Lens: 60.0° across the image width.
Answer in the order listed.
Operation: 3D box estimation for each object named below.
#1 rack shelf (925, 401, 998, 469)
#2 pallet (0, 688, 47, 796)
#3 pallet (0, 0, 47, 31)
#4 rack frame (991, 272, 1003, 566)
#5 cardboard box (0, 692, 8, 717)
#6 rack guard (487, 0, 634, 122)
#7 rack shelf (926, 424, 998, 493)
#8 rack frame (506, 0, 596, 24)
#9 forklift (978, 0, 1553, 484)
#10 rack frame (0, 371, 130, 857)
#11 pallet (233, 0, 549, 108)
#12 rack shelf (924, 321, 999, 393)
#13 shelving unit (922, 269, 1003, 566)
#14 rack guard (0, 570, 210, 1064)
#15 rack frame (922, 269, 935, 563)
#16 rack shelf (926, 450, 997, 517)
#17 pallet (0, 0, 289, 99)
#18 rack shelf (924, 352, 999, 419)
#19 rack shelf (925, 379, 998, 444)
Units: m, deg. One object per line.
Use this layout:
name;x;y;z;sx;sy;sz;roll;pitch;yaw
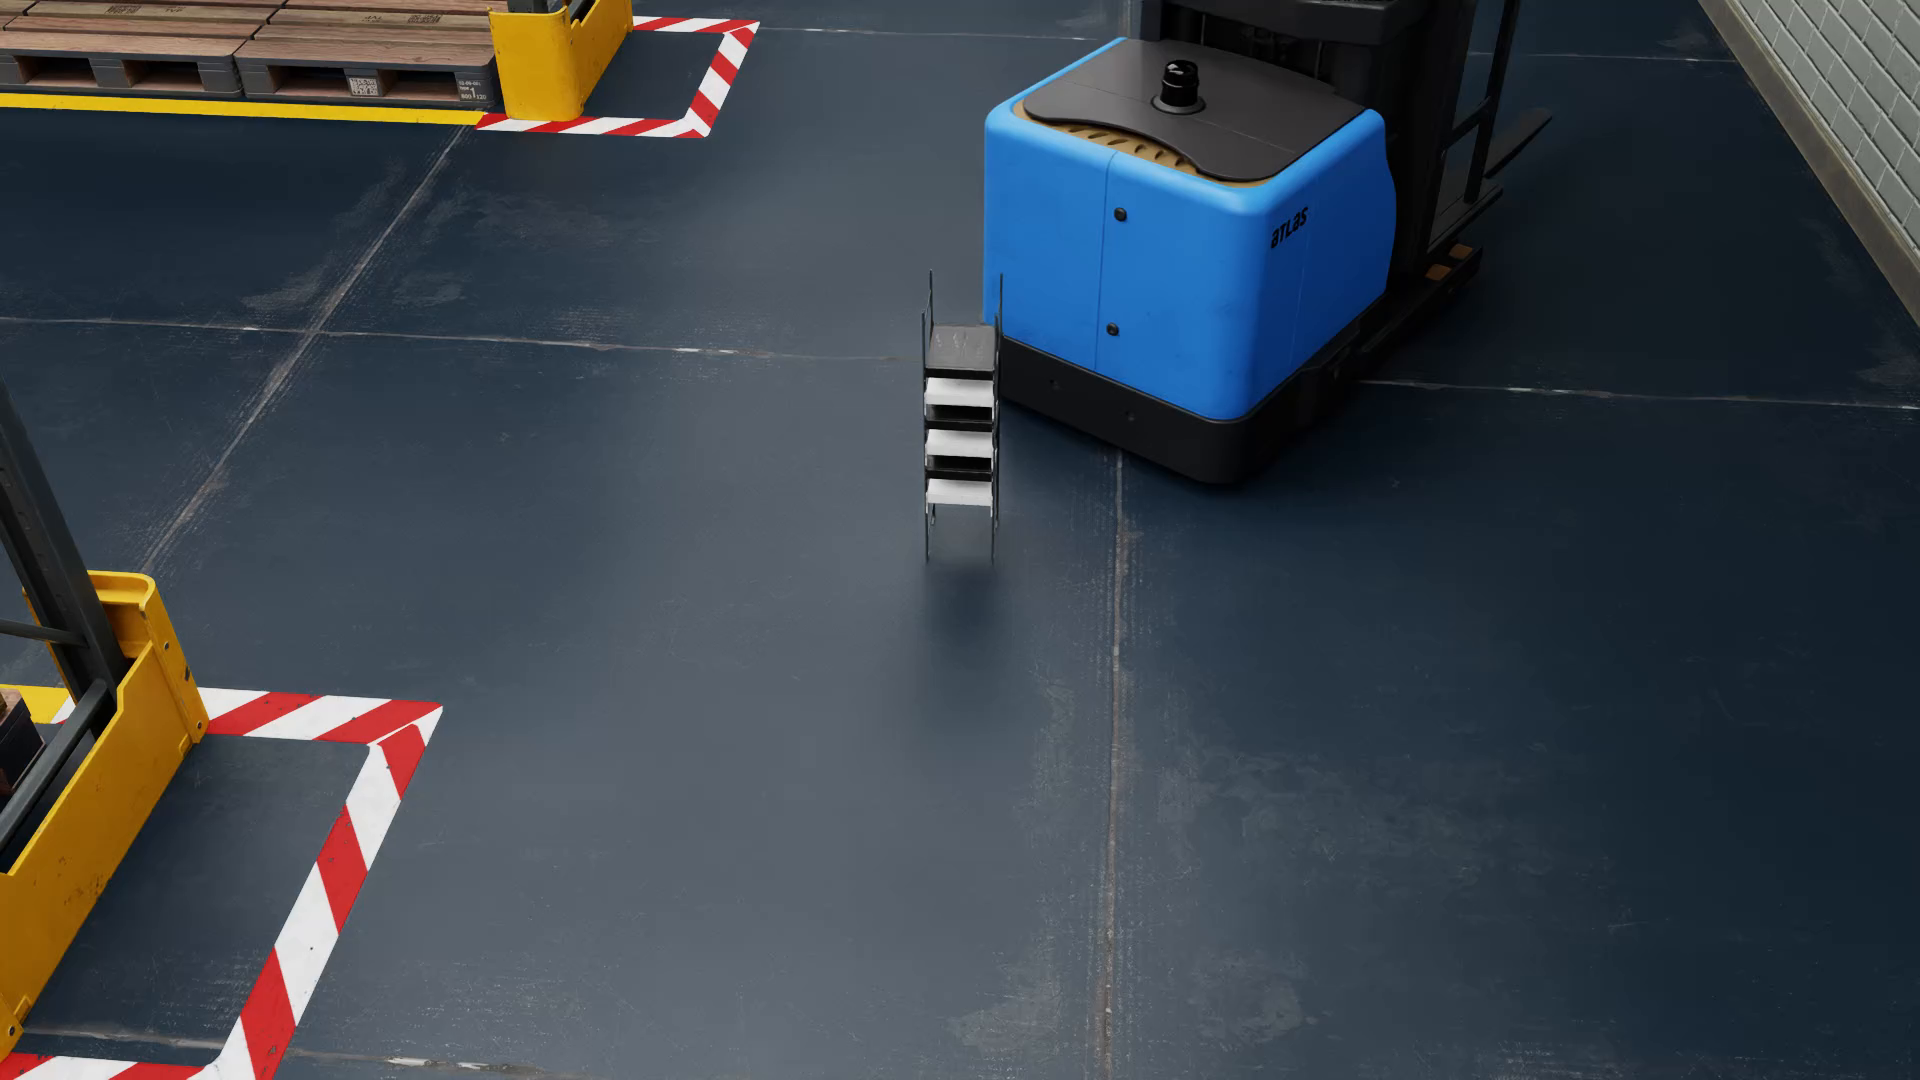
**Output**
rack shelf;0.008;-0.323;4.986;0.200;0.077;0.258;3;39;4
pallet;-3.128;0.761;4.148;1.213;0.211;1.003;3;39;4
pallet;-5.147;-2.562;8.230;1.213;0.211;1.003;3;39;4
rack frame;0.109;-0.343;4.959;0.006;0.900;0.240;3;39;4
cardboard box;-2.970;0.351;3.793;0.875;0.875;0.875;3;39;4
rack guard;-1.873;-2.478;7.899;0.348;0.500;1.175;3;39;4
rack shelf;0.008;-0.253;5.043;0.200;0.077;0.258;3;39;4
rack frame;-1.898;-3.441;7.101;0.127;3.000;1.000;3;39;4
forklift;1.365;-2.190;5.619;1.130;2.935;3.031;26;46;28
rack frame;-2.325;-0.326;3.274;0.127;3.000;1.000;3;39;4
pallet;-2.716;-2.429;8.067;1.213;0.211;1.003;3;39;4
rack shelf;0.008;-0.532;4.816;0.200;0.077;0.258;3;39;4
shelving unit;0.008;-0.349;4.965;0.210;0.900;0.258;3;39;4
rack guard;-2.301;0.645;4.062;0.348;0.500;1.175;3;39;4
rack frame;-0.093;-0.354;4.972;0.006;0.900;0.240;3;39;4
rack shelf;0.008;-0.183;5.100;0.200;0.077;0.258;3;39;4
pallet;-3.928;-2.497;8.150;1.213;0.211;1.003;3;39;4
rack shelf;0.008;-0.462;4.873;0.200;0.077;0.258;3;39;4
rack shelf;0.008;-0.393;4.930;0.200;0.077;0.258;3;39;4
